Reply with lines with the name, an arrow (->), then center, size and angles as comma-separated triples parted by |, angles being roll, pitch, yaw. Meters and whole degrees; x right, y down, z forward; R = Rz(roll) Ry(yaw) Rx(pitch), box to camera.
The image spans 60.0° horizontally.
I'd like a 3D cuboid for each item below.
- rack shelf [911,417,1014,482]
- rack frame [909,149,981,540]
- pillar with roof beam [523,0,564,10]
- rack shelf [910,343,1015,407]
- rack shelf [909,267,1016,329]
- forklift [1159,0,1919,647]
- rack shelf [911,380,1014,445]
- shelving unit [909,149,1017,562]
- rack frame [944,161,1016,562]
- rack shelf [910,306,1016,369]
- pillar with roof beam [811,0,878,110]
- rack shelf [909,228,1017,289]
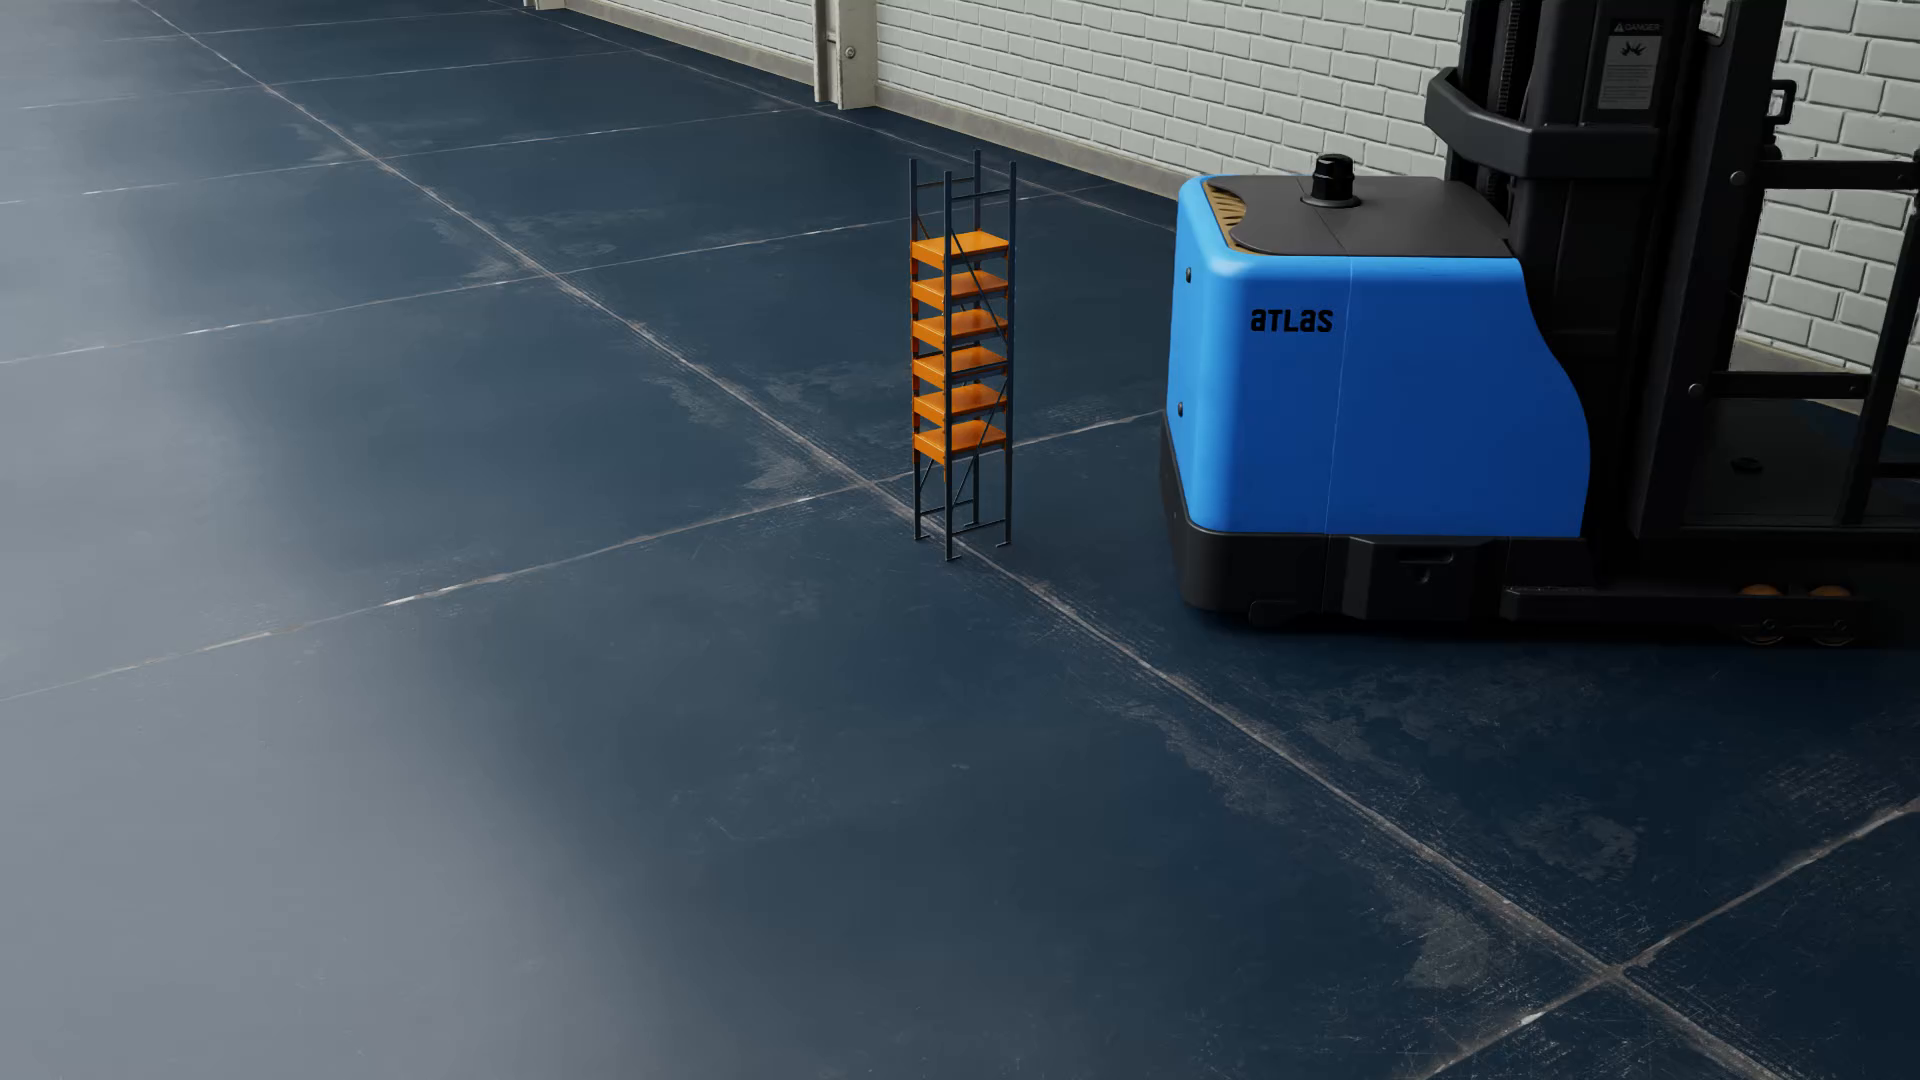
rack shelf -> 0.008, -0.280, 5.104 | 0.258, 0.103, 0.180 | -16, 29, -30
rack frame -> -0.042, -0.570, 5.052 | 0.240, 1.200, 0.006 | -16, 29, -30
pillar with roof beam -> -7.689, -8.324, 12.342 | 9.100, 9.000, 0.400 | -16, 29, -30
rack shelf -> 0.008, -0.497, 5.002 | 0.258, 0.103, 0.180 | -16, 29, -30
rack shelf -> 0.008, -0.714, 4.899 | 0.258, 0.103, 0.180 | -16, 29, -30
forklift -> 2.159, -1.261, 4.489 | 3.031, 2.935, 1.130 | 1, 25, 2
rack shelf -> 0.008, -0.389, 5.053 | 0.258, 0.103, 0.180 | -16, 29, -30
shelving unit -> 0.008, -0.537, 4.983 | 0.258, 1.200, 0.189 | -16, 29, -30
rack frame -> 0.058, -0.505, 4.914 | 0.240, 1.200, 0.006 | -16, 29, -30
rack shelf -> 0.008, -0.606, 4.951 | 0.258, 0.103, 0.180 | -16, 29, -30
pillar with roof beam -> -4.413, -6.178, 7.796 | 9.100, 9.000, 0.400 | -16, 29, -30
rack shelf -> 0.008, -0.823, 4.848 | 0.258, 0.103, 0.180 | -16, 29, -30
